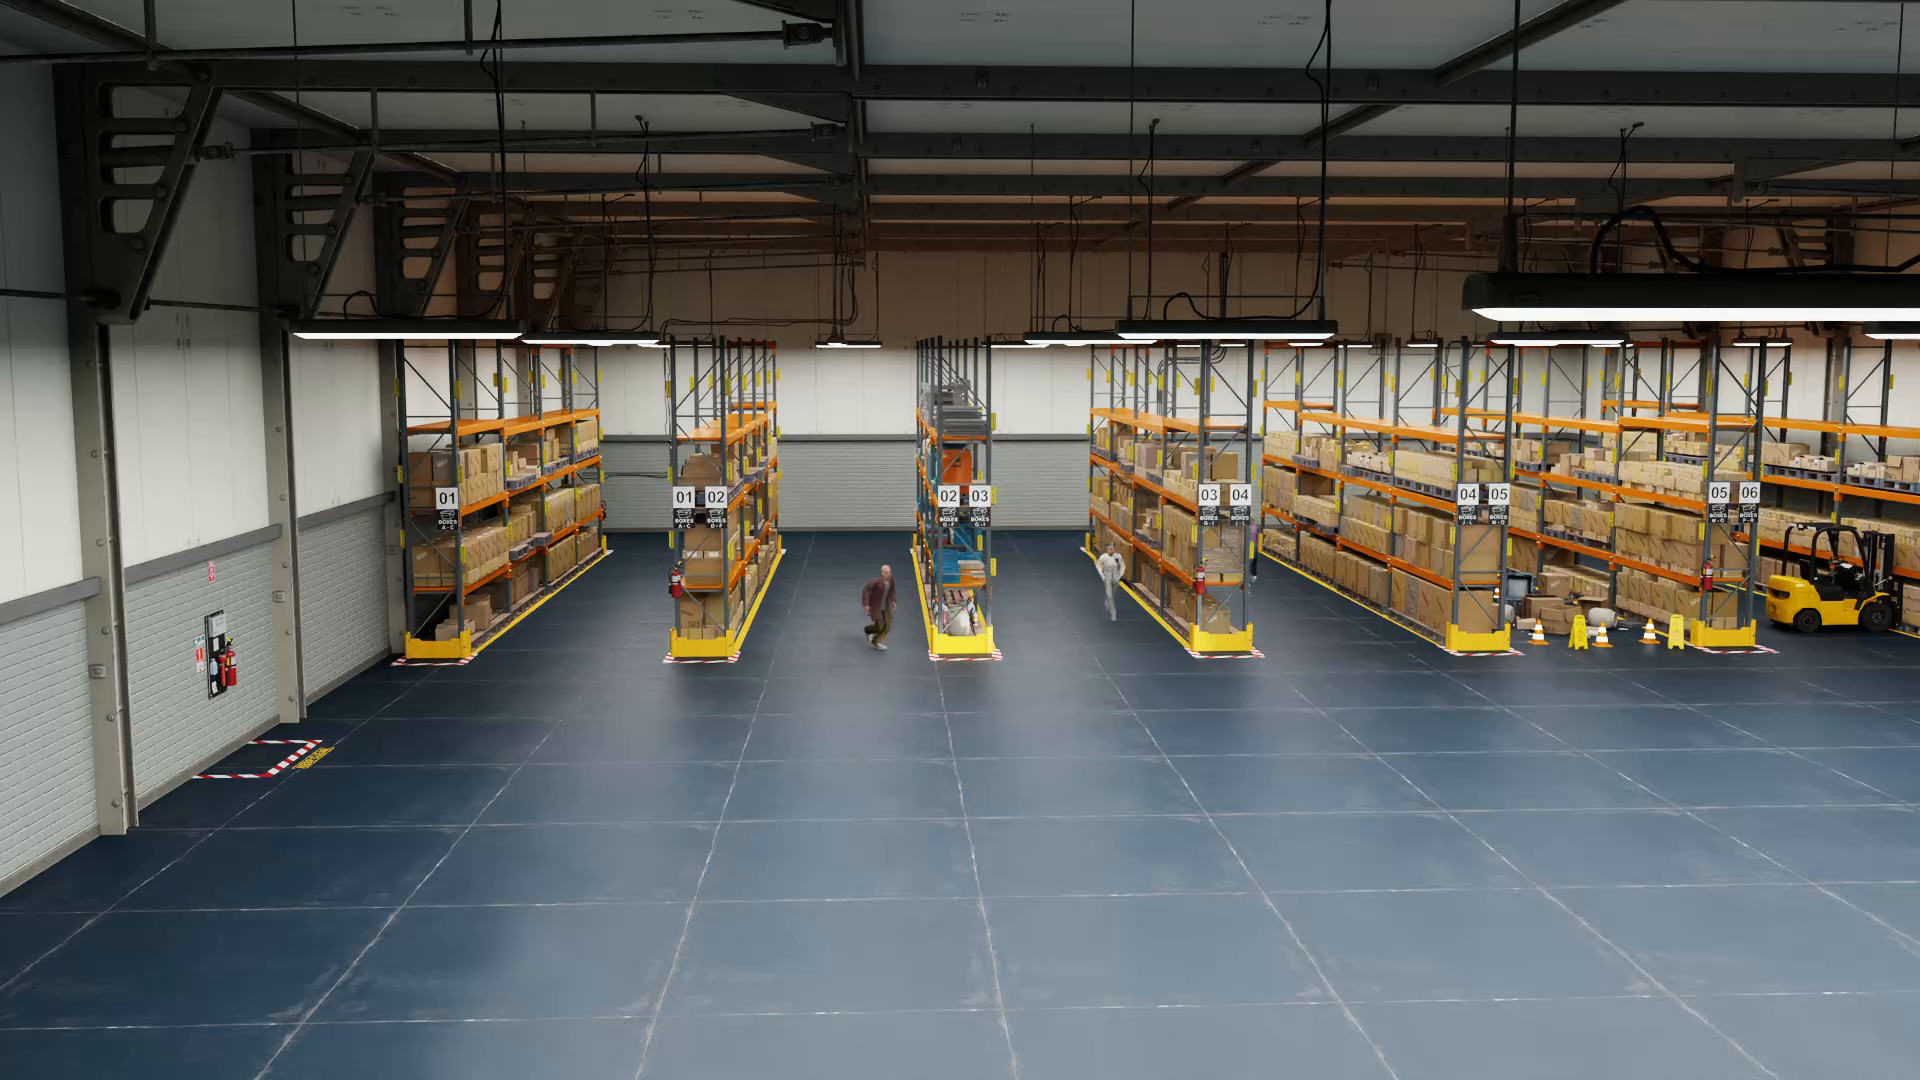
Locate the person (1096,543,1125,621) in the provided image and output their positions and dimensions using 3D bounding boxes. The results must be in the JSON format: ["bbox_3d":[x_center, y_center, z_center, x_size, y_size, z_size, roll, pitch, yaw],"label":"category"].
[{"bbox_3d":[3.234,0.860,35.765,0.620,1.684,0.974,-1,7,-6],"label":"person"}]

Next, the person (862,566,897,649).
[{"bbox_3d":[-1.577,1.285,31.958,0.708,1.638,0.781,-5,8,-37],"label":"person"}]

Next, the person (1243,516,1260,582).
[{"bbox_3d":[7.282,0.197,41.682,0.549,1.613,0.862,0,7,-3],"label":"person"}]
